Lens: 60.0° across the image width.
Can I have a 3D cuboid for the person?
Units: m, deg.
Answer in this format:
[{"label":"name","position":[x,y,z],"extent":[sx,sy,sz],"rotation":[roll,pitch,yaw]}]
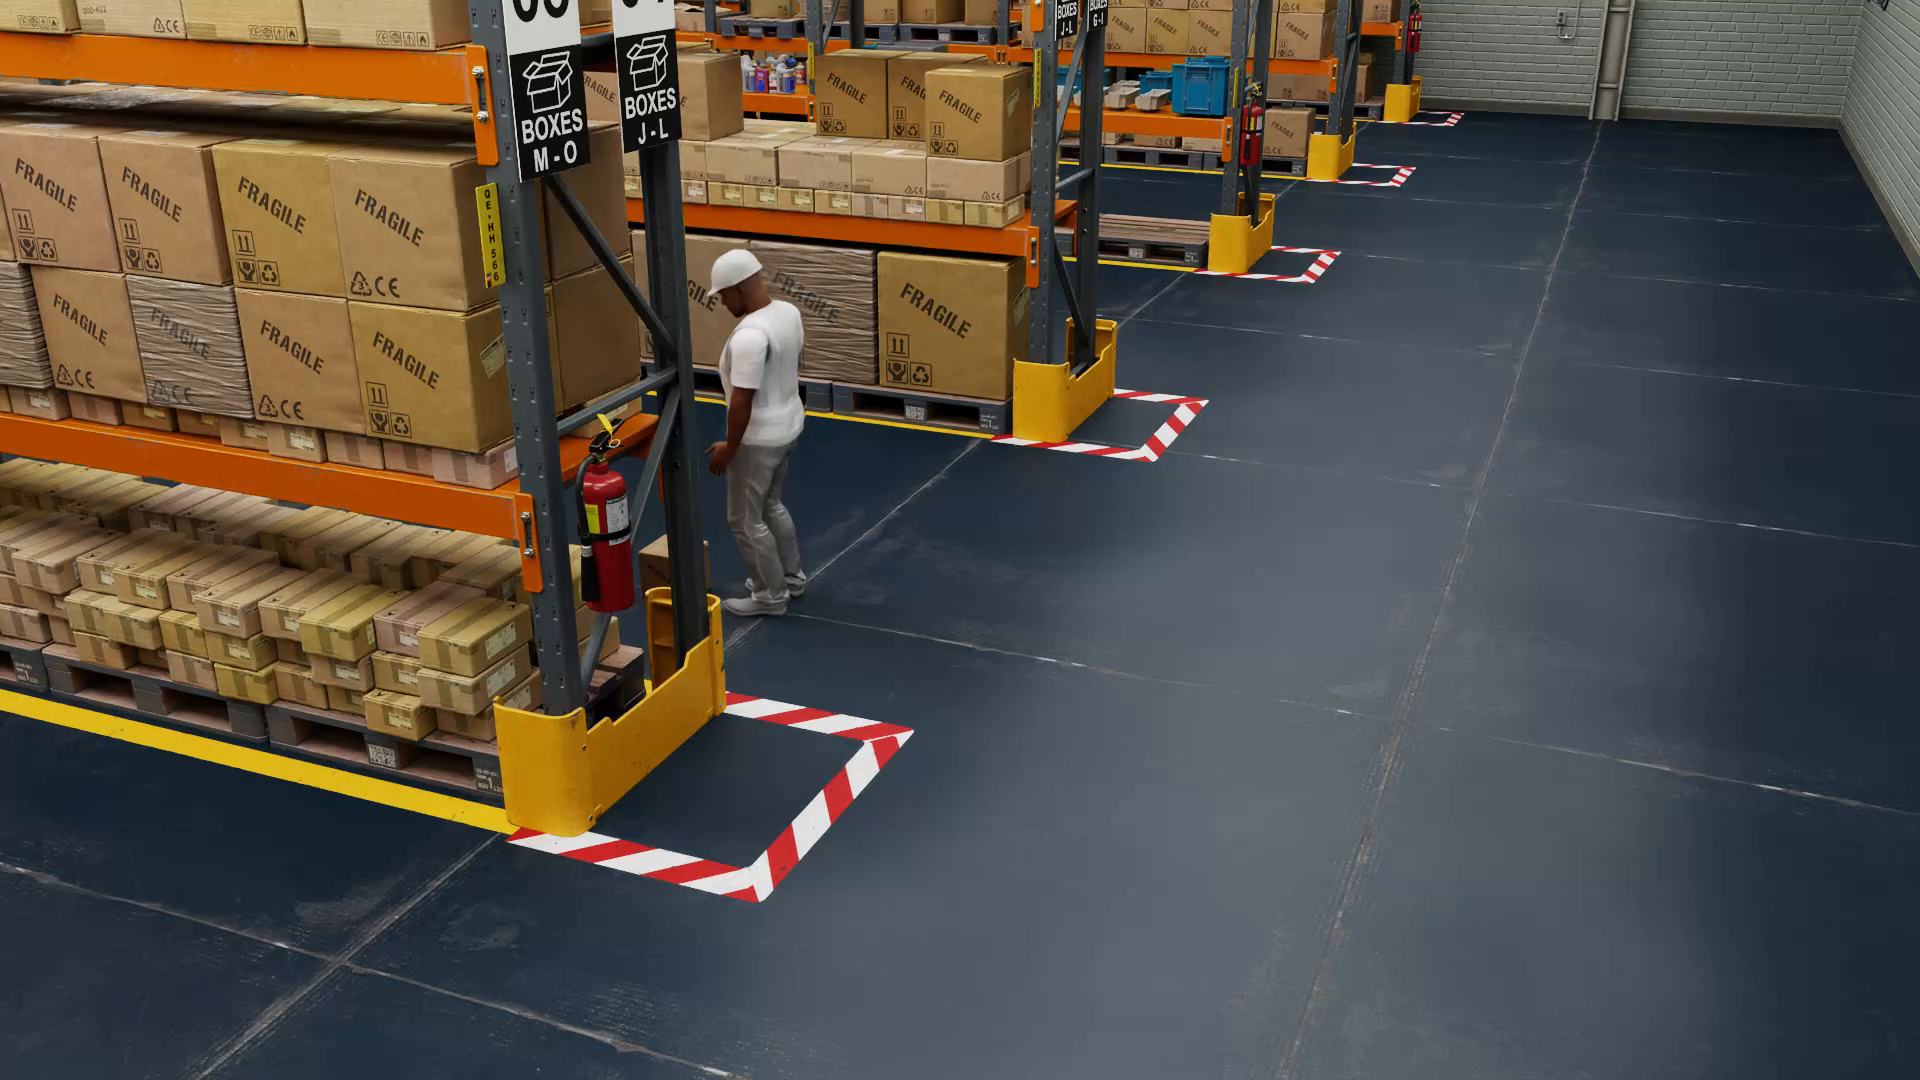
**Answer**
[{"label":"person","position":[-0.954,-0.492,7.795],"extent":[0.396,1.743,0.578],"rotation":[5,23,13]}]
